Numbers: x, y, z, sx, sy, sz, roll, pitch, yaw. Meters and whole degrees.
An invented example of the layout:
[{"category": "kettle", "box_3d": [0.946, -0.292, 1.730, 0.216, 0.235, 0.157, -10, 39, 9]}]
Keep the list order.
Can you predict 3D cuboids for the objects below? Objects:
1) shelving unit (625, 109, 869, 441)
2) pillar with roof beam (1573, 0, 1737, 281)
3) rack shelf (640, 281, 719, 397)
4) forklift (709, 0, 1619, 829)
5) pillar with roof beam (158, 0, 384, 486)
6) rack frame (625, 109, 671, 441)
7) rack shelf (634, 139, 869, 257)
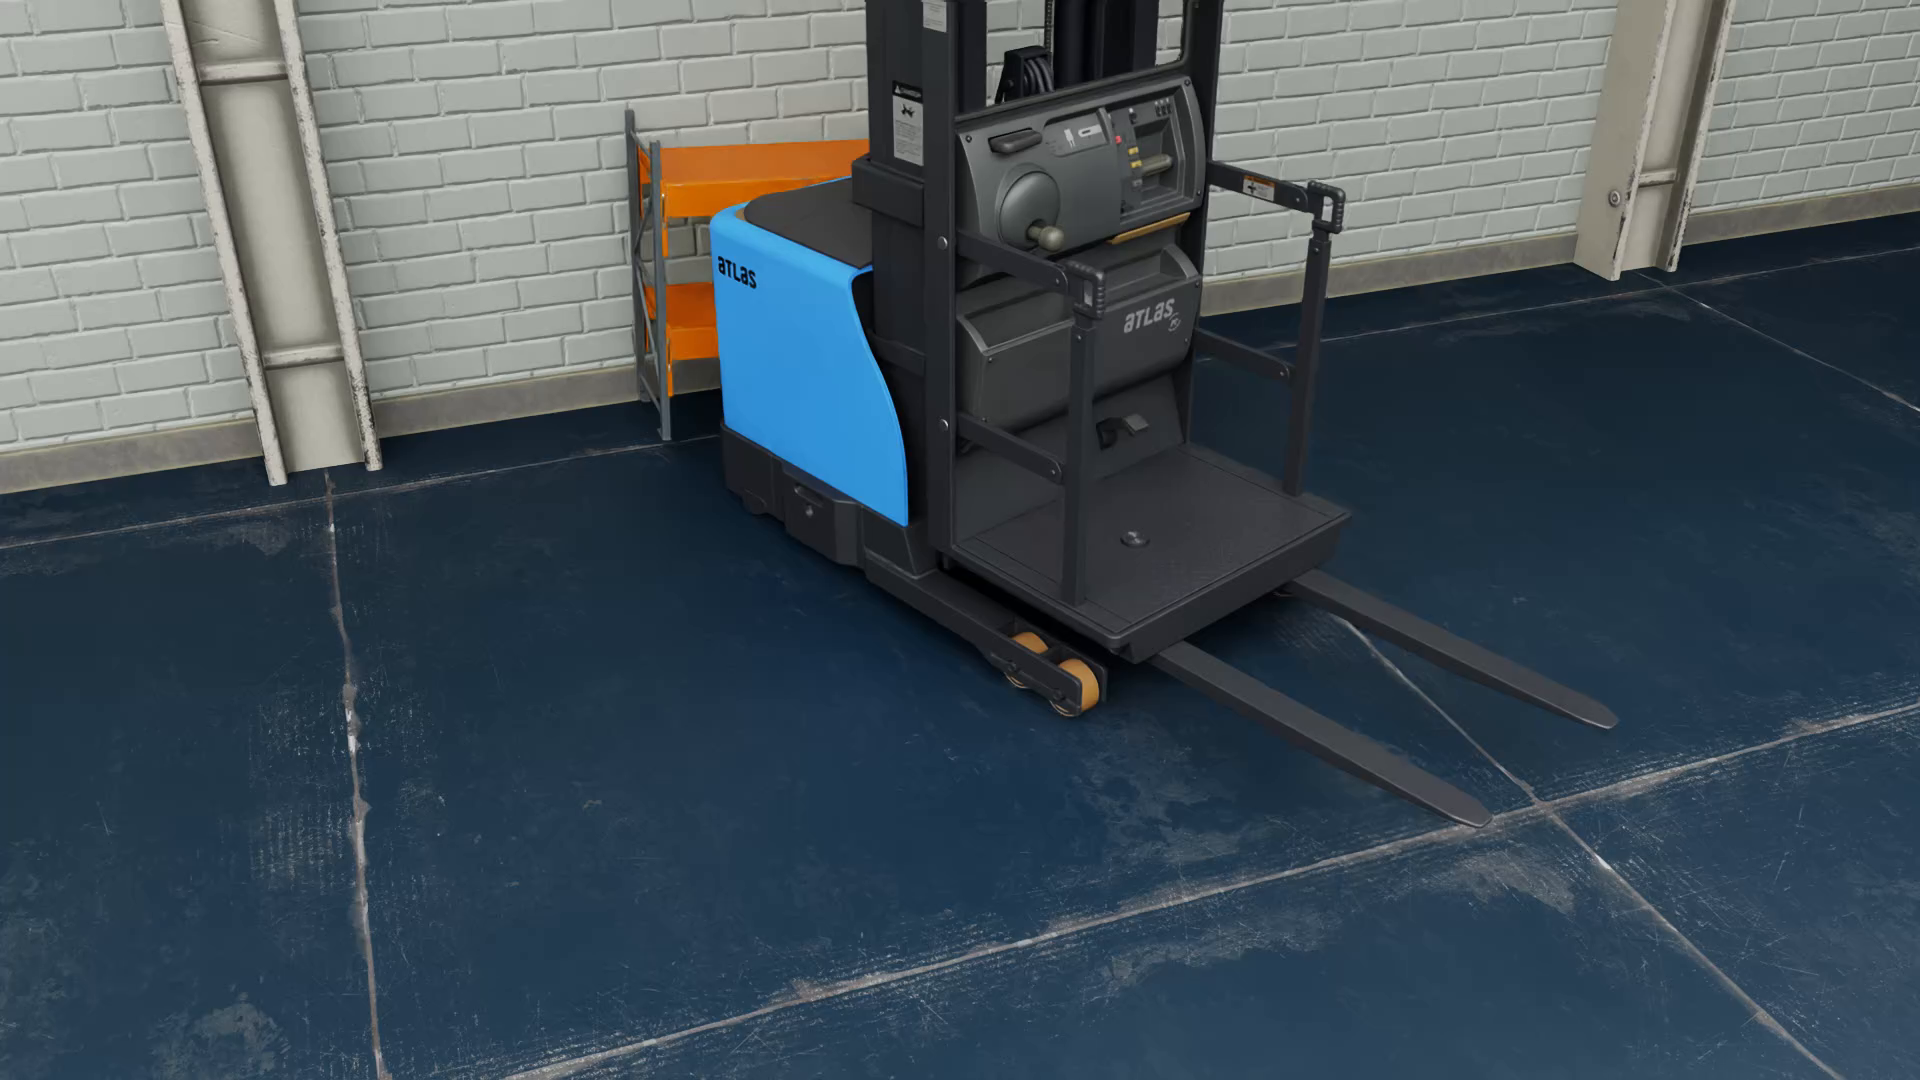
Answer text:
[{"category": "shelving unit", "box_3d": [-0.690, -1.047, 6.378, 1.048, 1.125, 0.538, -8, 29, -20]}, {"category": "pillar with roof beam", "box_3d": [4.728, -3.252, 2.367, 0.400, 9.000, 9.100, -10, 31, -18]}, {"category": "rack shelf", "box_3d": [-0.701, -0.830, 6.490, 1.000, 0.278, 0.538, -8, 29, -20]}, {"category": "forklift", "box_3d": [0.510, -1.044, 4.622, 1.130, 2.935, 3.031, -24, 37, -35]}, {"category": "pillar with roof beam", "box_3d": [-0.895, -2.216, 0.550, 0.400, 9.000, 9.100, -10, 31, -18]}, {"category": "rack frame", "box_3d": [-1.164, -0.984, 6.207, 0.032, 1.125, 0.500, -8, 29, -20]}, {"category": "rack shelf", "box_3d": [-0.676, -1.307, 6.244, 1.000, 0.278, 0.538, -8, 29, -20]}]
